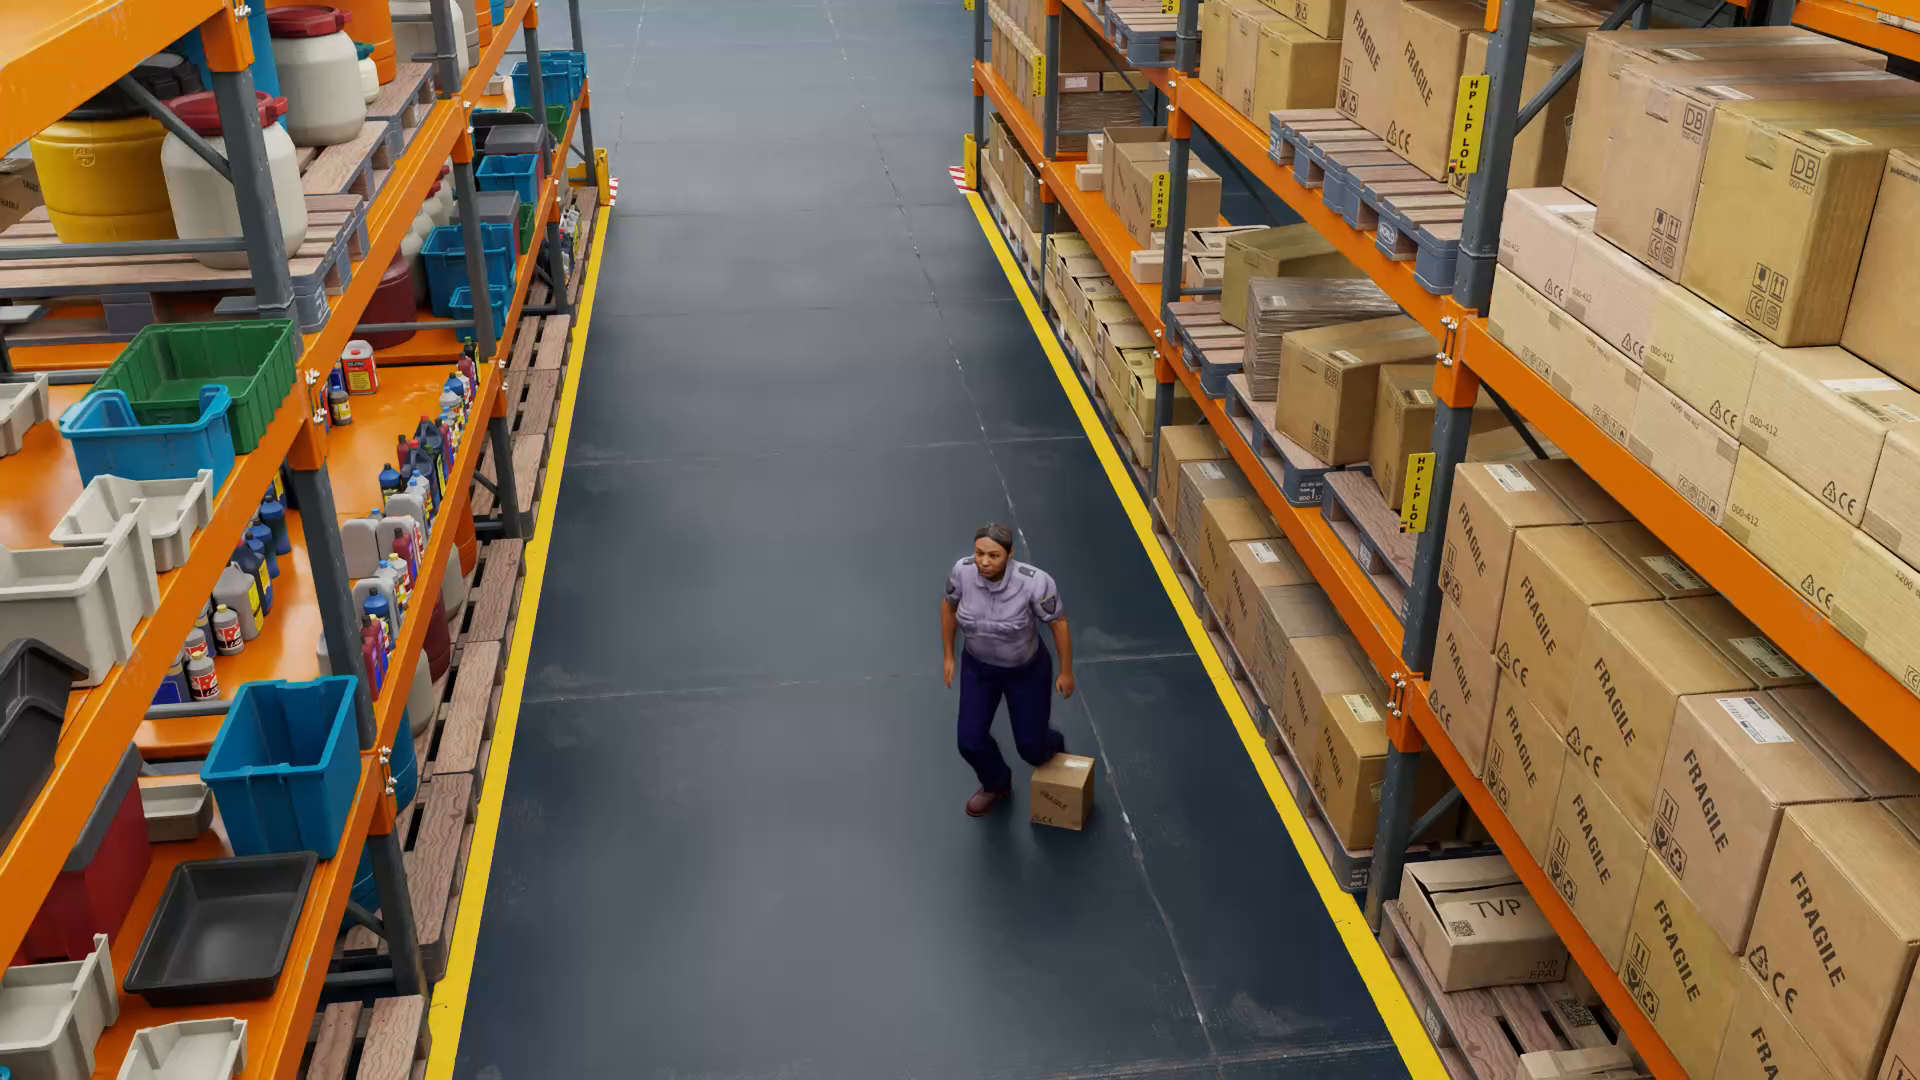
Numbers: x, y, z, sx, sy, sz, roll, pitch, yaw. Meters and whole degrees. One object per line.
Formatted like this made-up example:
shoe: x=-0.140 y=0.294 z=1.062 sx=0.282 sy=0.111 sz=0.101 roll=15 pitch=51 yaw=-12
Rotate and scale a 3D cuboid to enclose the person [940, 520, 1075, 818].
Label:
person: x=0.242 y=0.546 z=7.649 sx=0.640 sy=1.591 sz=0.646 roll=11 pitch=29 yaw=20
